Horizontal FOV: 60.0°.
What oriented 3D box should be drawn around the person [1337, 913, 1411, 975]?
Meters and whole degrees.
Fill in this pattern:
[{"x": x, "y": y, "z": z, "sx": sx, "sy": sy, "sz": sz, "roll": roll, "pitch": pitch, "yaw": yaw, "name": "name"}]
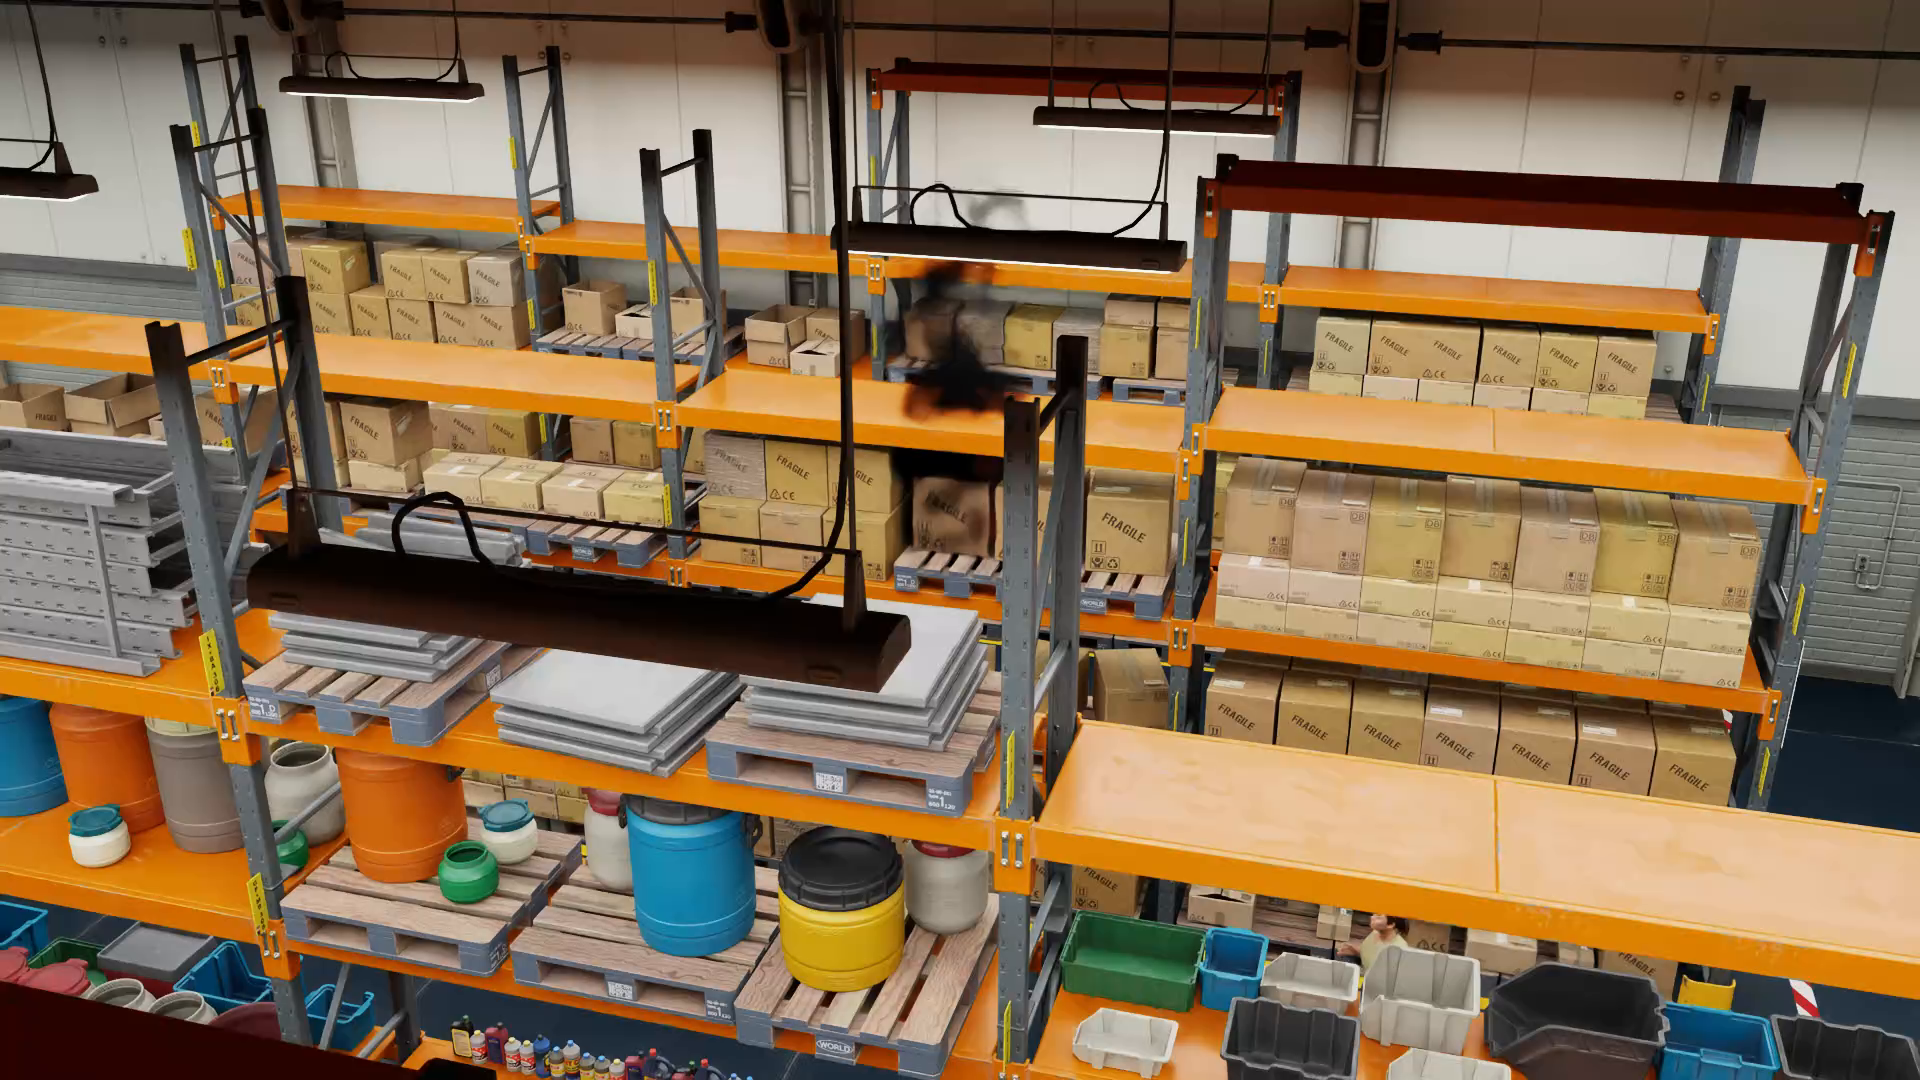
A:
[{"x": 2.870, "y": 3.114, "z": 11.129, "sx": 0.746, "sy": 1.732, "sz": 0.547, "roll": 3, "pitch": 23, "yaw": 7, "name": "person"}]
